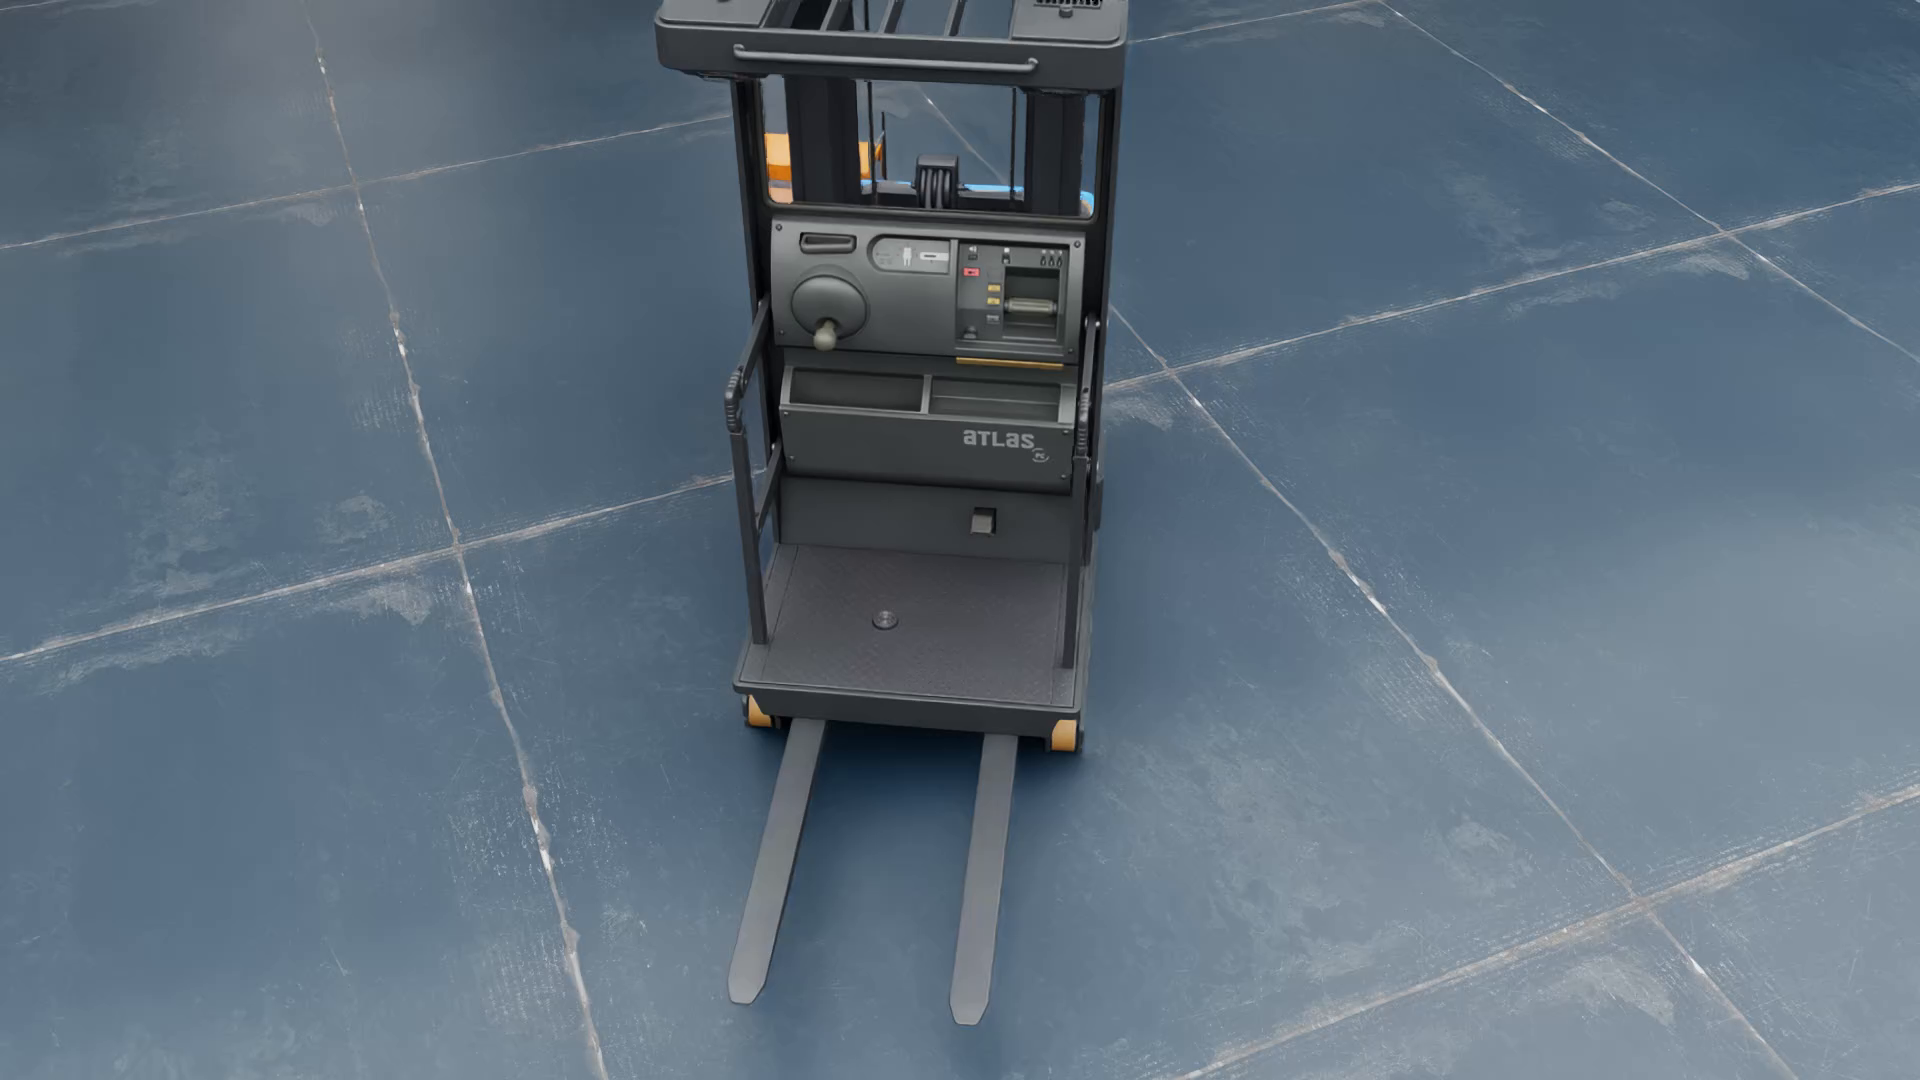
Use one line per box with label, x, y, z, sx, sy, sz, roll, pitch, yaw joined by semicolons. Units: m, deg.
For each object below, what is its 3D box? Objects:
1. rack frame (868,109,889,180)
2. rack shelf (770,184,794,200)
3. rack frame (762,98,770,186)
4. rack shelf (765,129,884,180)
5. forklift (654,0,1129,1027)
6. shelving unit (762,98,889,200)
rack frame;-0.308;-1.106;6.615;0.015;1.200;0.240;7;41;8
rack shelf;-0.548;-1.255;6.549;0.480;0.148;0.258;7;41;8
rack frame;-0.787;-1.166;6.686;0.015;1.200;0.240;7;41;8
rack shelf;-0.548;-1.434;6.395;0.480;0.148;0.258;7;41;8
forklift;-0.121;-0.659;4.768;1.130;2.935;3.031;4;41;5
shelving unit;-0.548;-1.136;6.651;0.503;1.200;0.258;7;41;8
